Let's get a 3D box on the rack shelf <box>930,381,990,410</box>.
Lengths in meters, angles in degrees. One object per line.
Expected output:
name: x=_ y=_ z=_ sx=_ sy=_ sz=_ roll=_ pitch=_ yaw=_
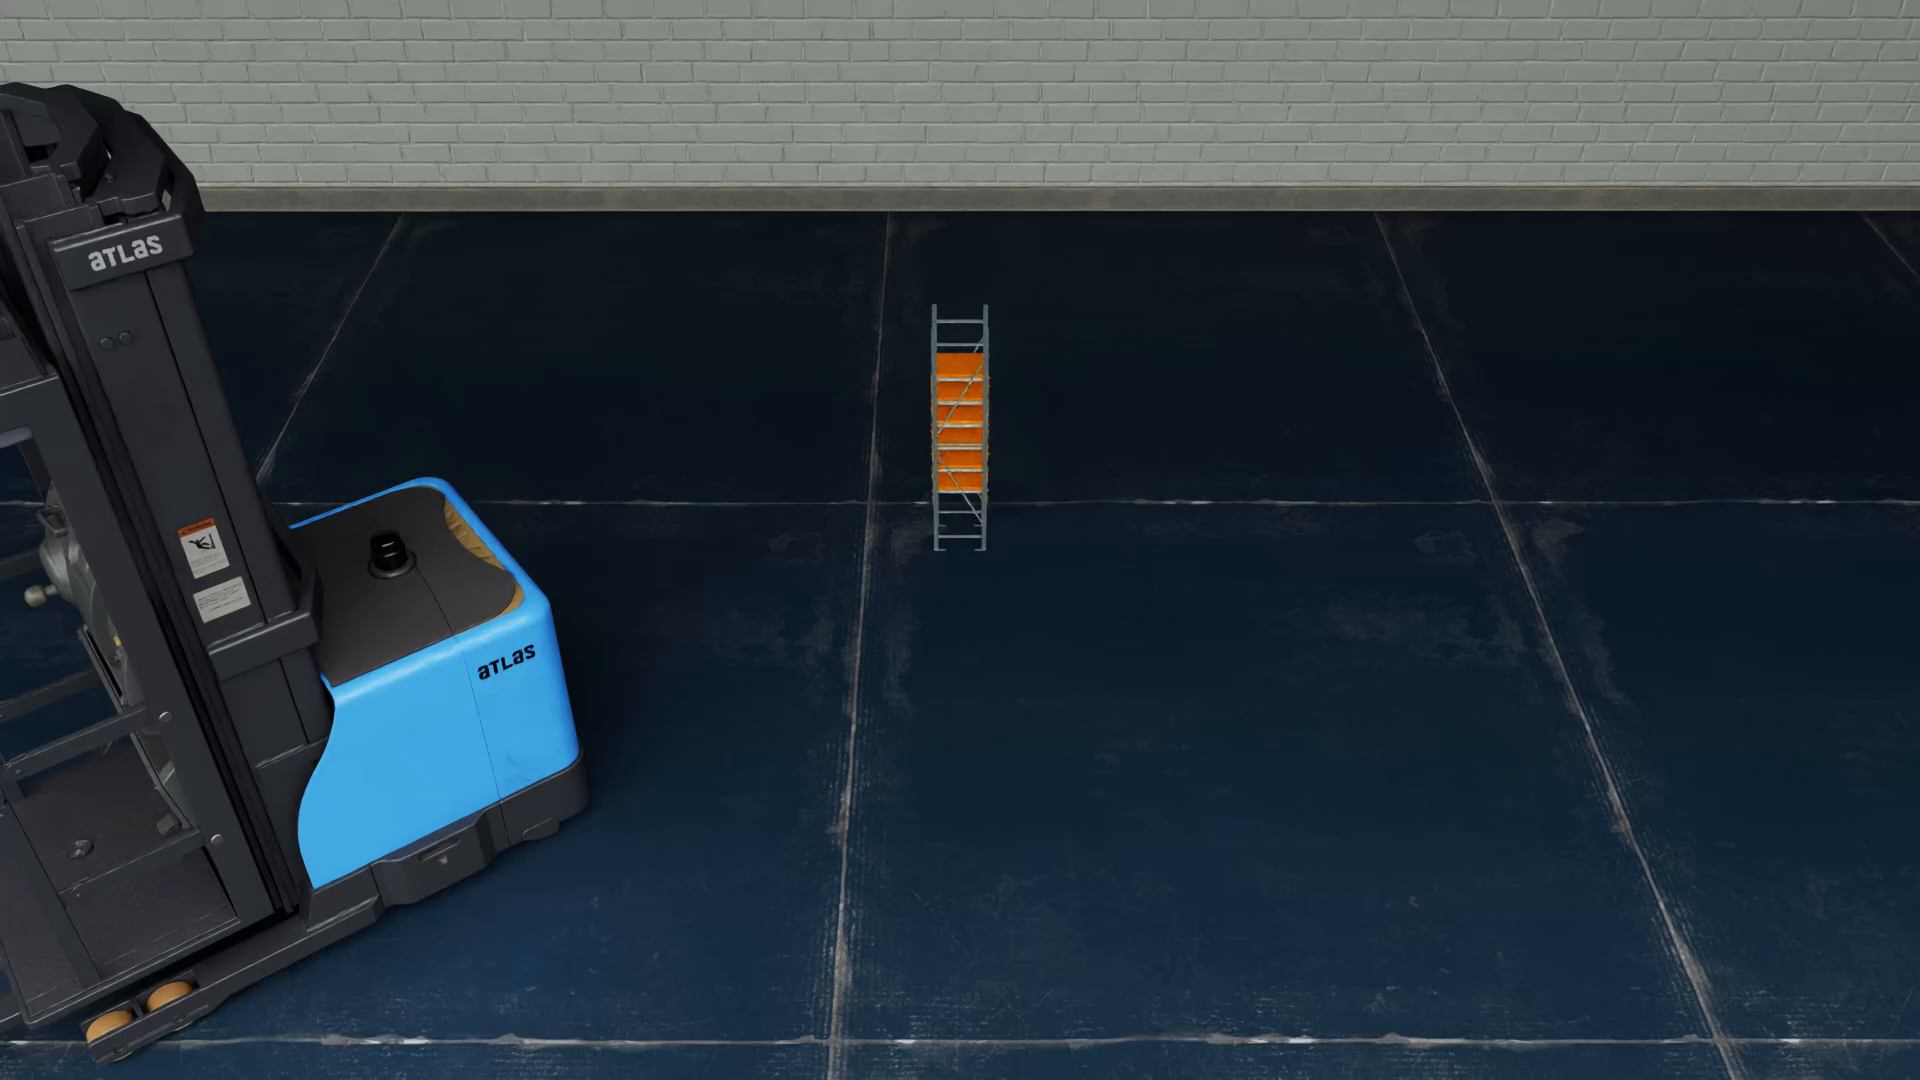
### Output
rack shelf: x=0.000 y=-0.630 z=7.264 sx=0.258 sy=0.103 sz=0.180 roll=0 pitch=39 yaw=0

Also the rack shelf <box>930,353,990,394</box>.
rack shelf: x=0.000 y=-0.724 z=7.189 sx=0.258 sy=0.103 sz=0.180 roll=0 pitch=39 yaw=0

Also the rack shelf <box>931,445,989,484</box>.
rack shelf: x=0.000 y=-0.349 z=7.489 sx=0.258 sy=0.103 sz=0.180 roll=0 pitch=39 yaw=0

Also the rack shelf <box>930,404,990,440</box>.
rack shelf: x=0.000 y=-0.536 z=7.339 sx=0.258 sy=0.103 sz=0.180 roll=0 pitch=39 yaw=0

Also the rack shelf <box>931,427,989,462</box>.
rack shelf: x=0.000 y=-0.443 z=7.414 sx=0.258 sy=0.103 sz=0.180 roll=0 pitch=39 yaw=0

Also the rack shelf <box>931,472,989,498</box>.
rack shelf: x=0.000 y=-0.255 z=7.564 sx=0.258 sy=0.103 sz=0.180 roll=0 pitch=39 yaw=0

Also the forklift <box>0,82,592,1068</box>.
forklift: x=-2.900 y=0.222 z=5.129 sx=3.031 sy=2.935 sz=1.130 roll=-25 pitch=45 yaw=-28

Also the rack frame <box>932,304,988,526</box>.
rack frame: x=0.000 y=-0.534 z=7.457 sx=0.240 sy=1.200 sz=0.006 roll=0 pitch=39 yaw=0

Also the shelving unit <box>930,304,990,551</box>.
shelving unit: x=0.000 y=-0.477 z=7.386 sx=0.258 sy=1.200 sz=0.189 roll=0 pitch=39 yaw=0

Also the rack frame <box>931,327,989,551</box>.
rack frame: x=0.000 y=-0.420 z=7.315 sx=0.240 sy=1.200 sz=0.006 roll=0 pitch=39 yaw=0
